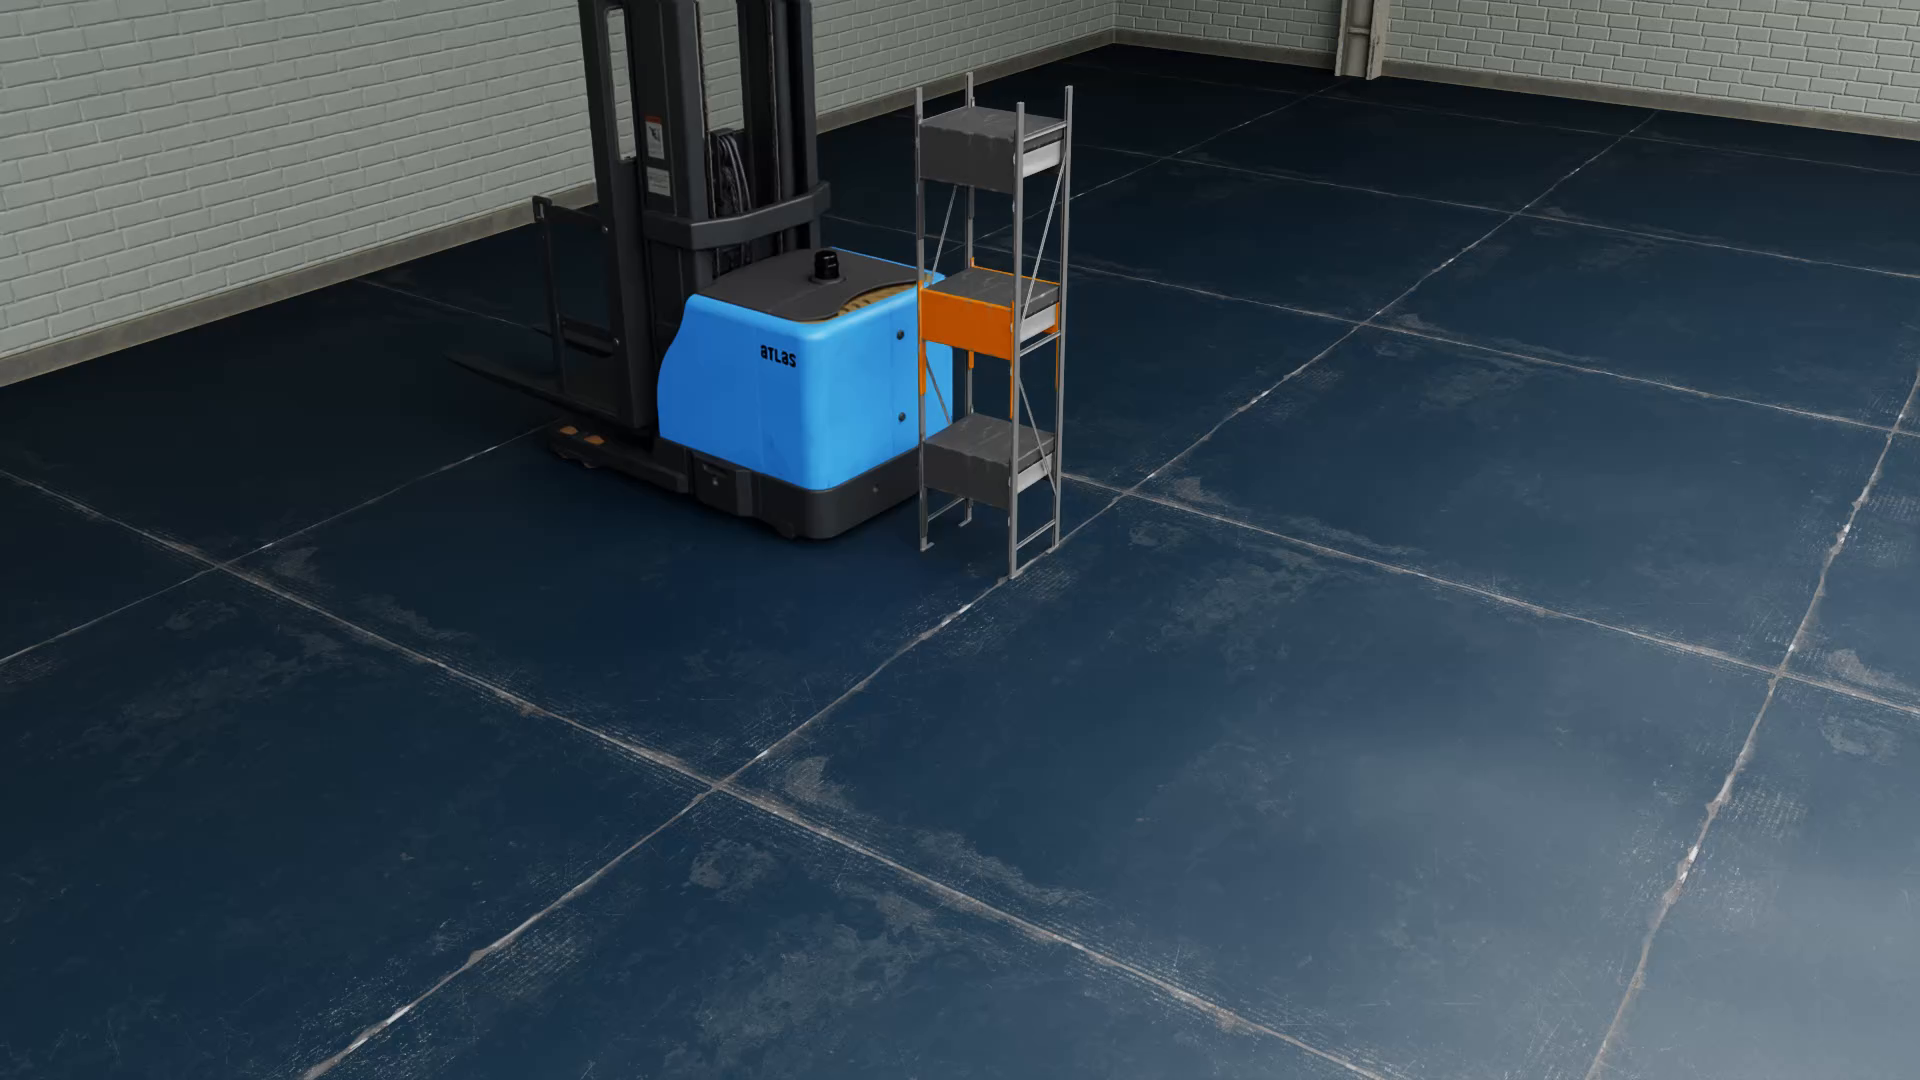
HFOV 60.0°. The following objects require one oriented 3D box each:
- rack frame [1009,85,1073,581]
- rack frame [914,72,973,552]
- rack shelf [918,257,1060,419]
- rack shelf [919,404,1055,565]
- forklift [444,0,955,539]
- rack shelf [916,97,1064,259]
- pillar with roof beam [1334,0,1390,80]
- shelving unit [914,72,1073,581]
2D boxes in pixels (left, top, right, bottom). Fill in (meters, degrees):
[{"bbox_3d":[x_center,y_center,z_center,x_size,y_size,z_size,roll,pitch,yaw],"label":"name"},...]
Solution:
[{"bbox_3d":[0.338,-0.831,7.067,0.015,2.100,0.400,17,32,30],"label":"rack frame"},{"bbox_3d":[-0.065,-0.956,7.313,0.015,2.100,0.400,17,32,30],"label":"rack frame"},{"bbox_3d":[0.136,-0.881,7.196,0.480,0.518,0.431,17,32,30],"label":"rack shelf"},{"bbox_3d":[0.136,-0.257,7.514,0.480,0.518,0.431,17,32,30],"label":"rack shelf"},{"bbox_3d":[-1.492,-1.838,8.130,3.031,2.935,1.130,20,33,33],"label":"forklift"},{"bbox_3d":[0.136,-1.505,6.879,0.480,0.518,0.431,17,32,30],"label":"rack shelf"},{"bbox_3d":[1.679,-7.210,11.996,0.400,9.000,9.100,17,32,30],"label":"pillar with roof beam"},{"bbox_3d":[0.136,-0.893,7.190,0.503,2.100,0.431,17,32,30],"label":"shelving unit"}]
